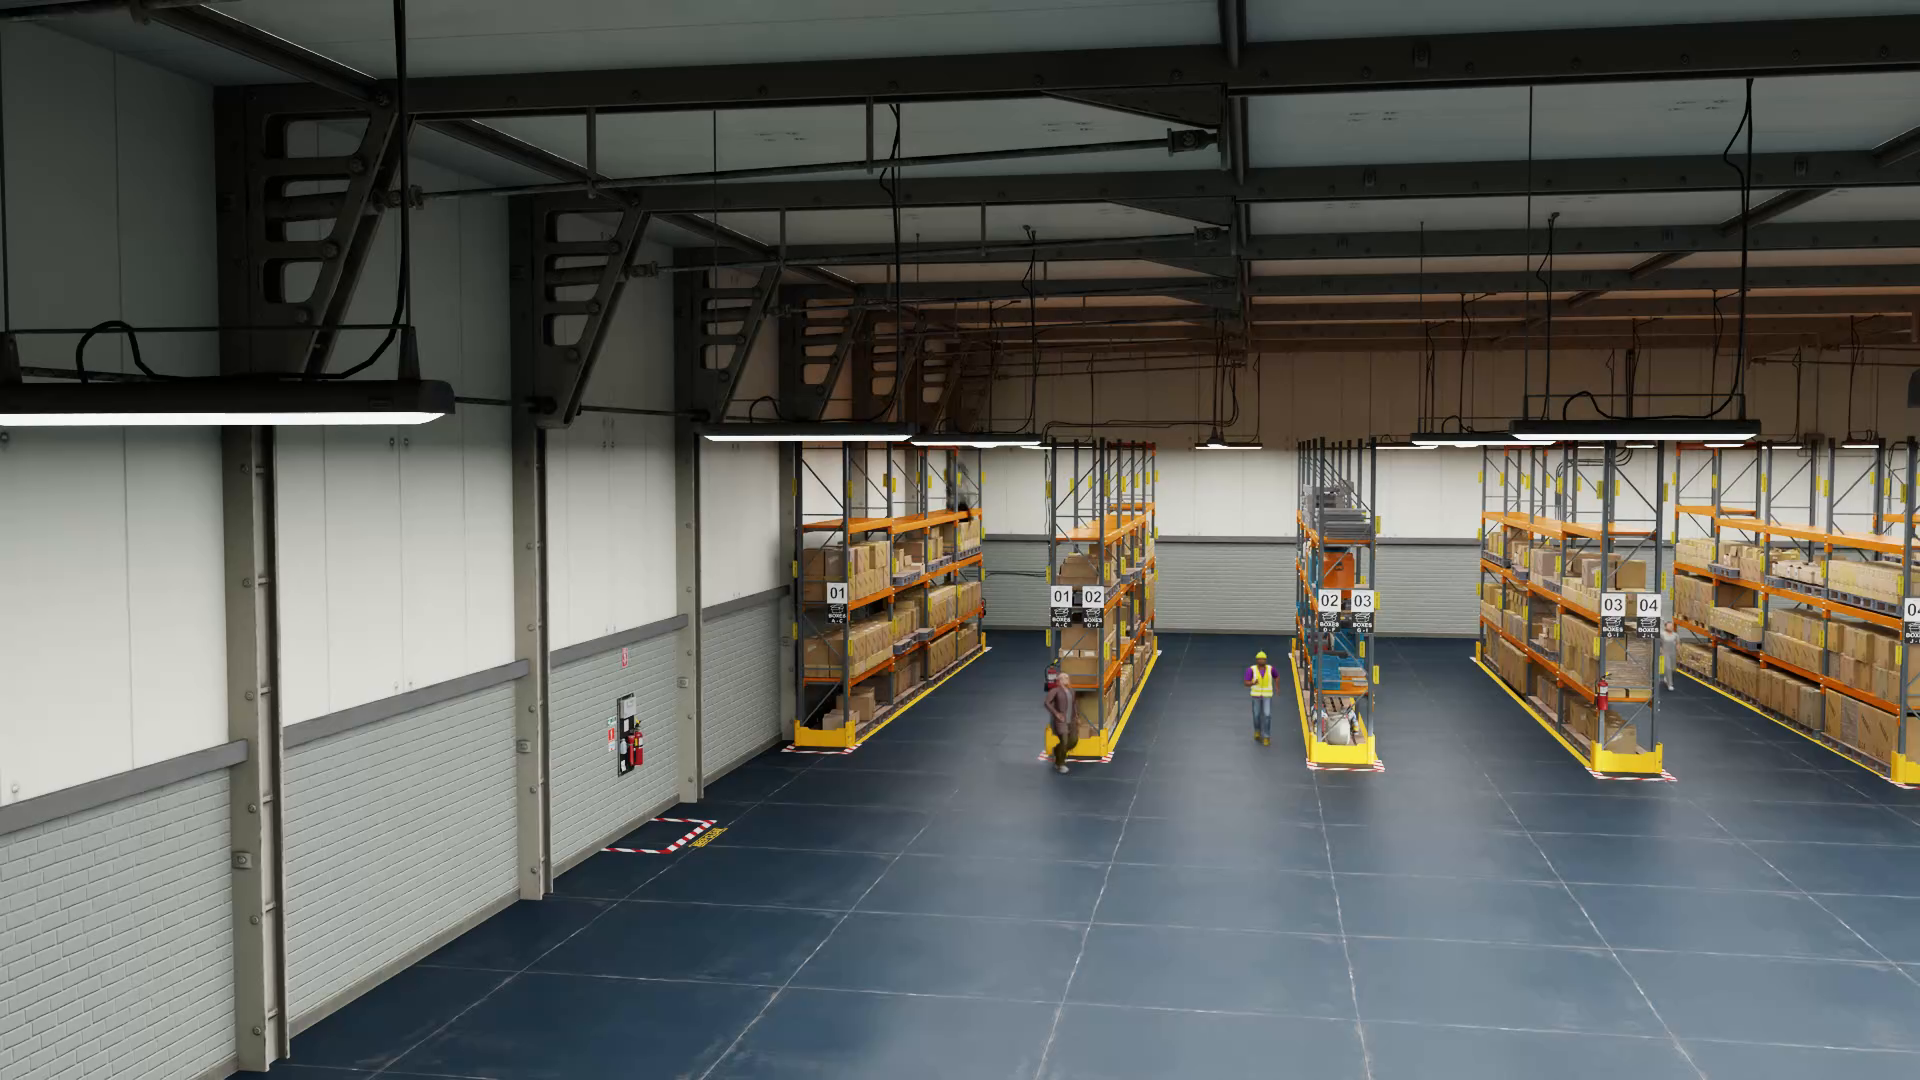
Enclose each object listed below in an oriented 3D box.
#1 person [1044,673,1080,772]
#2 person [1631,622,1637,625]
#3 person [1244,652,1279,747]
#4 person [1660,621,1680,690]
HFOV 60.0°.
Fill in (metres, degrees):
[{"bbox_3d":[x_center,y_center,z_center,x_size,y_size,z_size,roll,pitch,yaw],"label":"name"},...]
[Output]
[{"bbox_3d":[1.866,3.280,29.975,0.748,1.750,0.570,-2,4,-38],"label":"person"},{"bbox_3d":[17.807,2.619,44.391,0.578,1.557,0.616,2,3,29],"label":"person"},{"bbox_3d":[5.924,3.101,32.669,0.677,1.821,0.807,1,3,10],"label":"person"},{"bbox_3d":[17.146,2.784,40.276,0.565,1.649,0.747,0,3,6],"label":"person"}]
